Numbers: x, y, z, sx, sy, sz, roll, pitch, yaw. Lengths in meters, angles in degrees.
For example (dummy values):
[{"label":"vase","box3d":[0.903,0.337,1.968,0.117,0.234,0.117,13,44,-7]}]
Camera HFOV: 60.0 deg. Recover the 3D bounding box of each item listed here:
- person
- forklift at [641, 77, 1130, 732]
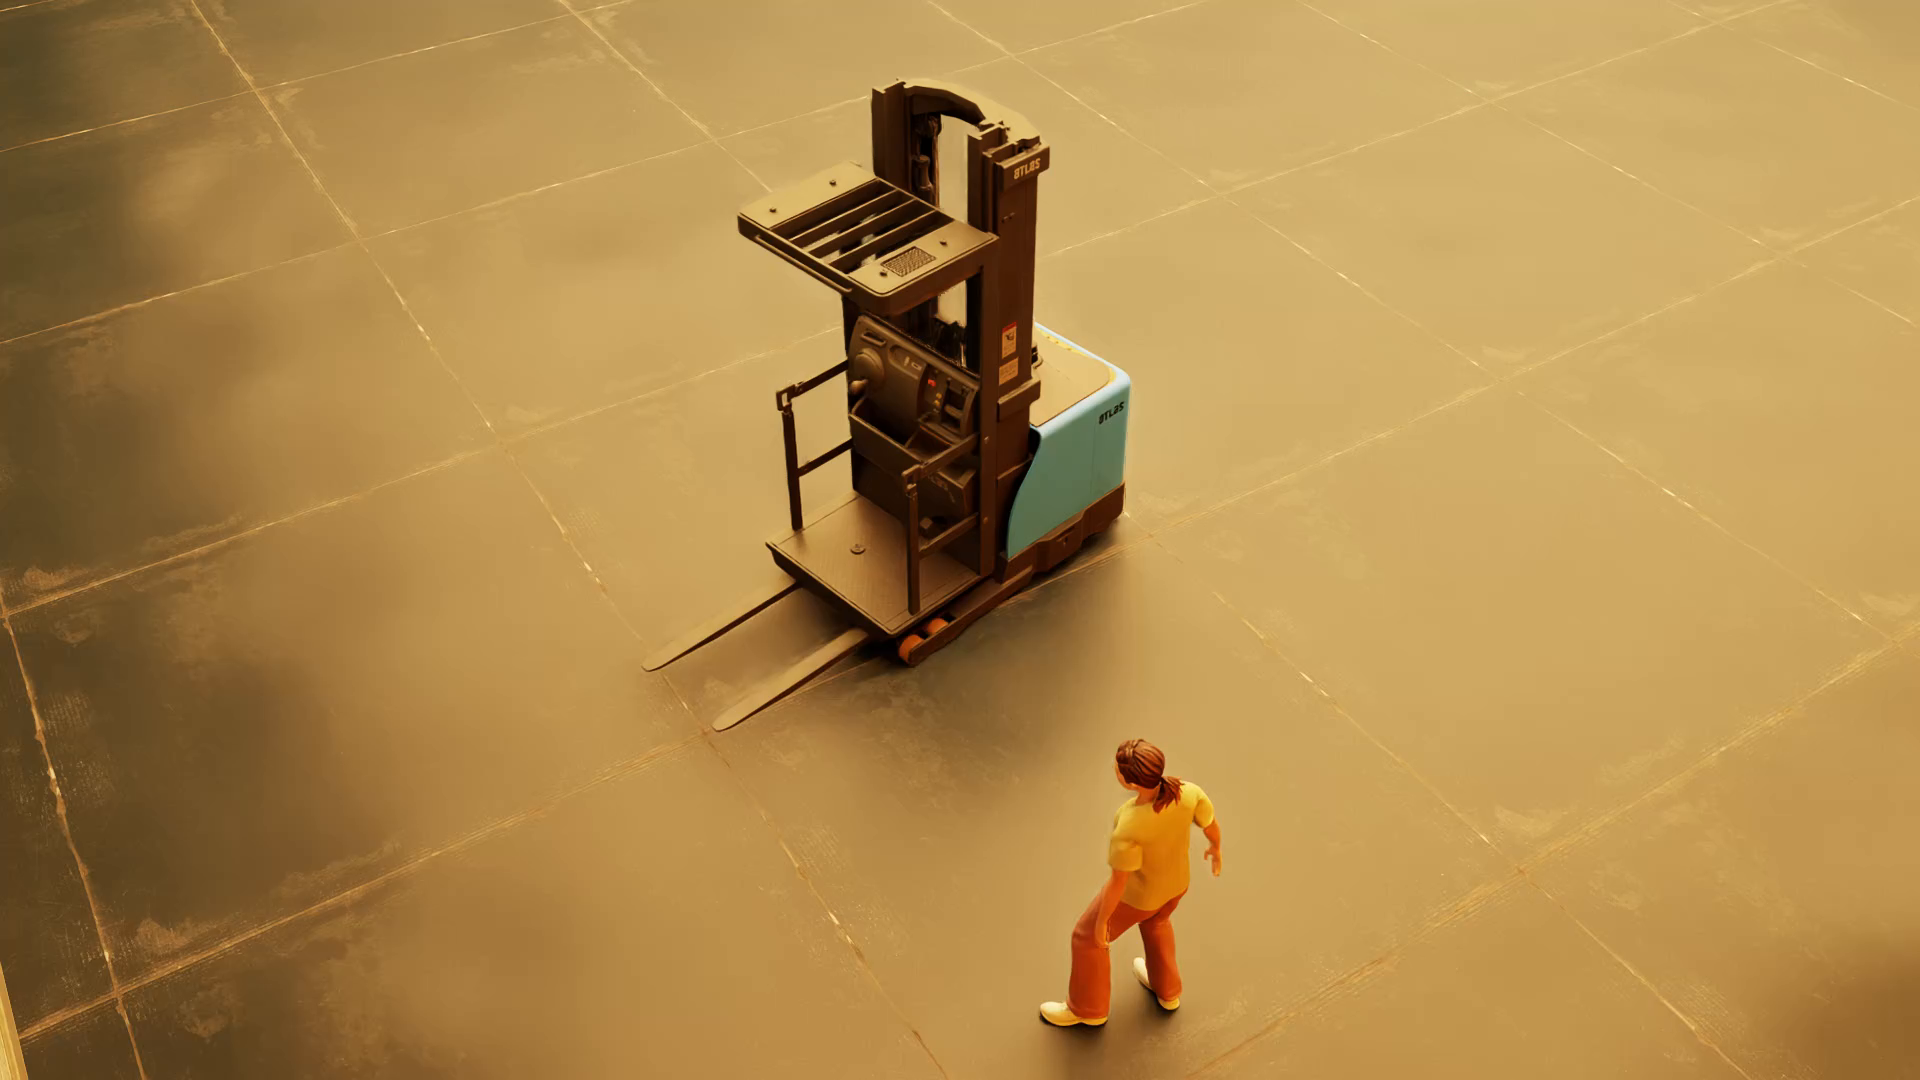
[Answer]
[{"label":"person","box3d":[0.780,1.492,7.153,0.796,1.644,0.381,-27,48,-27]},{"label":"forklift","box3d":[-0.408,-0.794,8.779,3.031,2.935,1.130,-33,51,-32]}]
